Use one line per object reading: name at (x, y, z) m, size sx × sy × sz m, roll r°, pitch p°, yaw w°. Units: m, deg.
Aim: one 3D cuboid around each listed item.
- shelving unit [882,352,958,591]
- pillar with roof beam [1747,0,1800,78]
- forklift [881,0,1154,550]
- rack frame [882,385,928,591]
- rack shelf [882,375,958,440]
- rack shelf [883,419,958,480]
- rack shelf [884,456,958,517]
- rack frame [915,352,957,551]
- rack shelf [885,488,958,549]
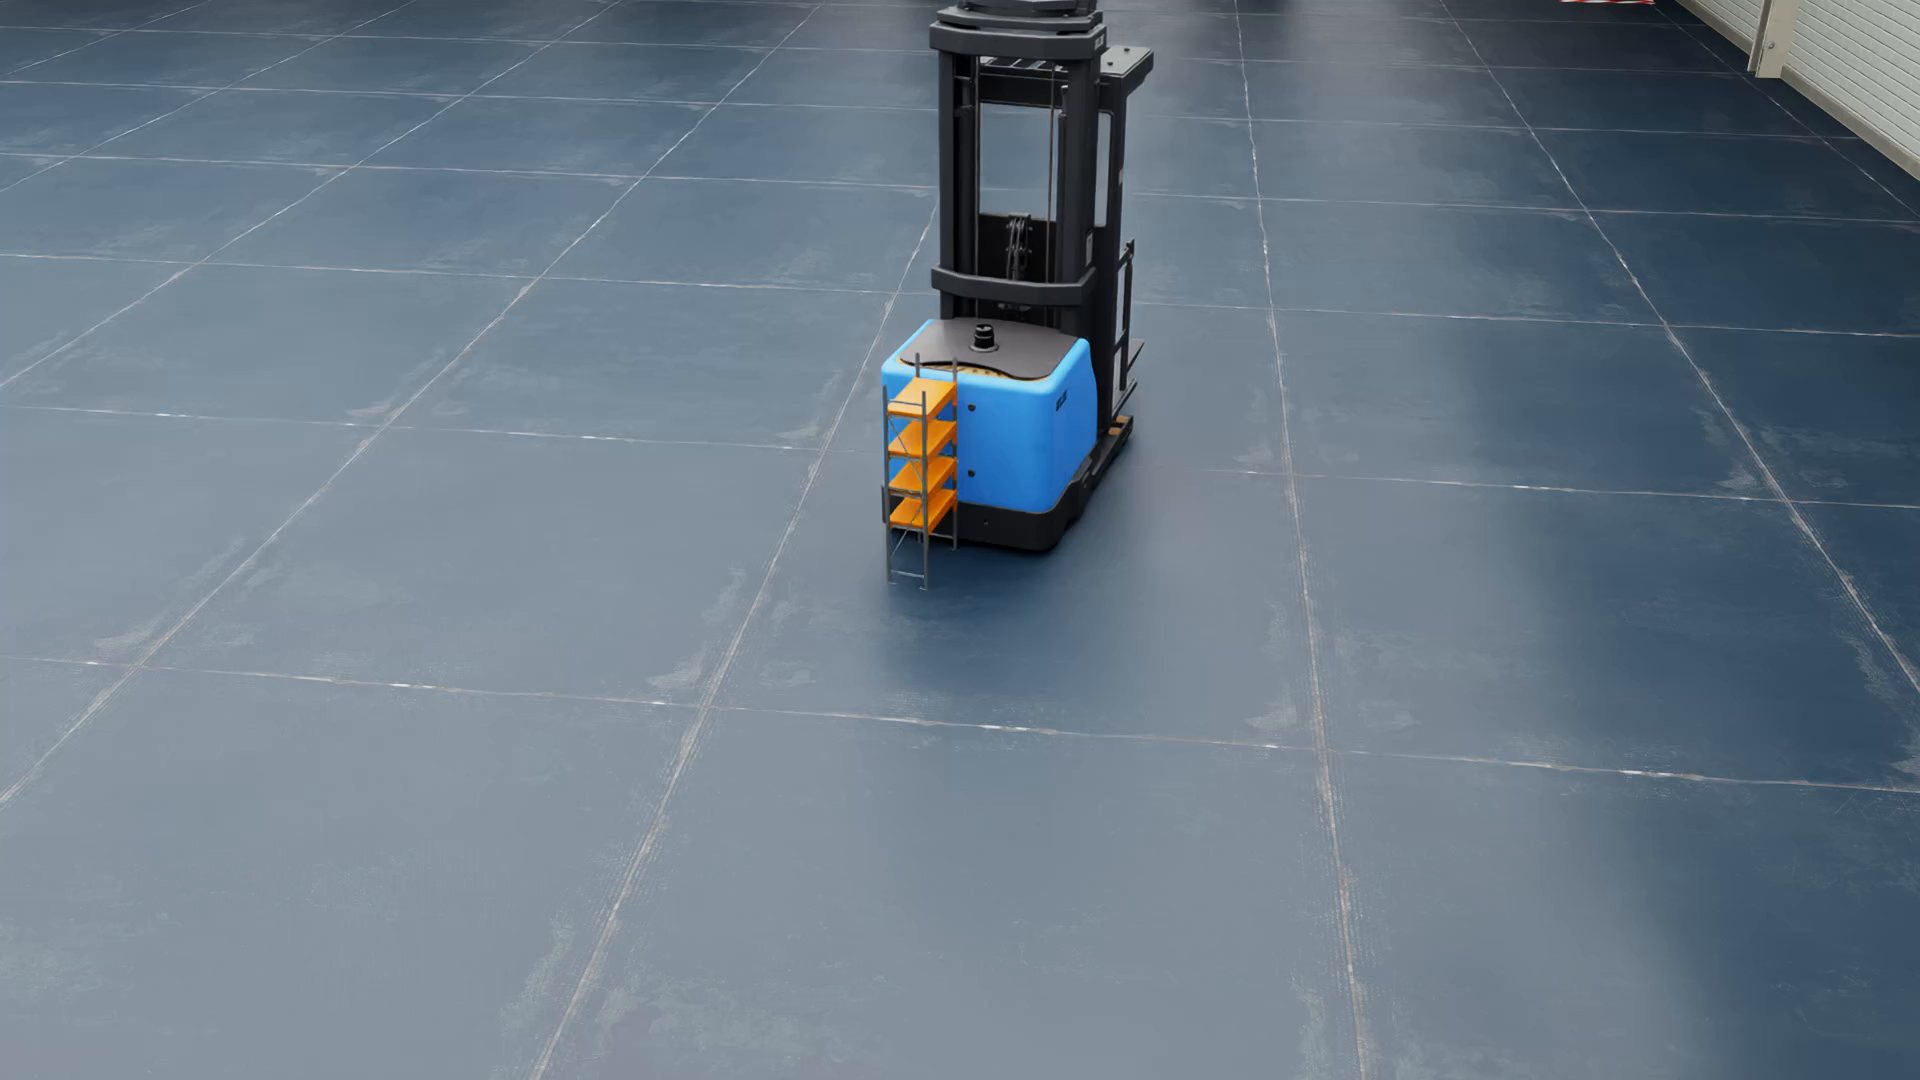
shelving unit at (-0.211, -0.375, 9.181) m, size 0.258 × 1.200 × 0.503 m, roll 9°, pitch 30°, yaw 17°
pillar with roof beam at (5.564, -9.908, 18.653) m, size 9.100 × 9.000 × 0.400 m, roll 3°, pitch 28°, yaw 6°
forklift at (0.505, -1.913, 10.210) m, size 1.130 × 2.935 × 3.031 m, roll 9°, pitch 30°, yaw 17°
rack frame at (-0.292, -0.266, 8.978) m, size 0.240 × 1.200 × 0.015 m, roll 9°, pitch 30°, yaw 17°
rack shelf at (-0.211, -0.721, 8.995) m, size 0.258 × 0.148 × 0.480 m, roll 9°, pitch 30°, yaw 17°
rack shelf at (-0.211, -0.513, 9.107) m, size 0.258 × 0.148 × 0.480 m, roll 9°, pitch 30°, yaw 17°
rack shelf at (-0.211, -0.316, 9.213) m, size 0.258 × 0.148 × 0.480 m, roll 9°, pitch 30°, yaw 17°
rack frame at (-0.131, -0.484, 9.384) m, size 0.240 × 1.200 × 0.015 m, roll 9°, pitch 30°, yaw 17°
rack shelf at (-0.211, -0.141, 9.307) m, size 0.258 × 0.148 × 0.480 m, roll 9°, pitch 30°, yaw 17°
